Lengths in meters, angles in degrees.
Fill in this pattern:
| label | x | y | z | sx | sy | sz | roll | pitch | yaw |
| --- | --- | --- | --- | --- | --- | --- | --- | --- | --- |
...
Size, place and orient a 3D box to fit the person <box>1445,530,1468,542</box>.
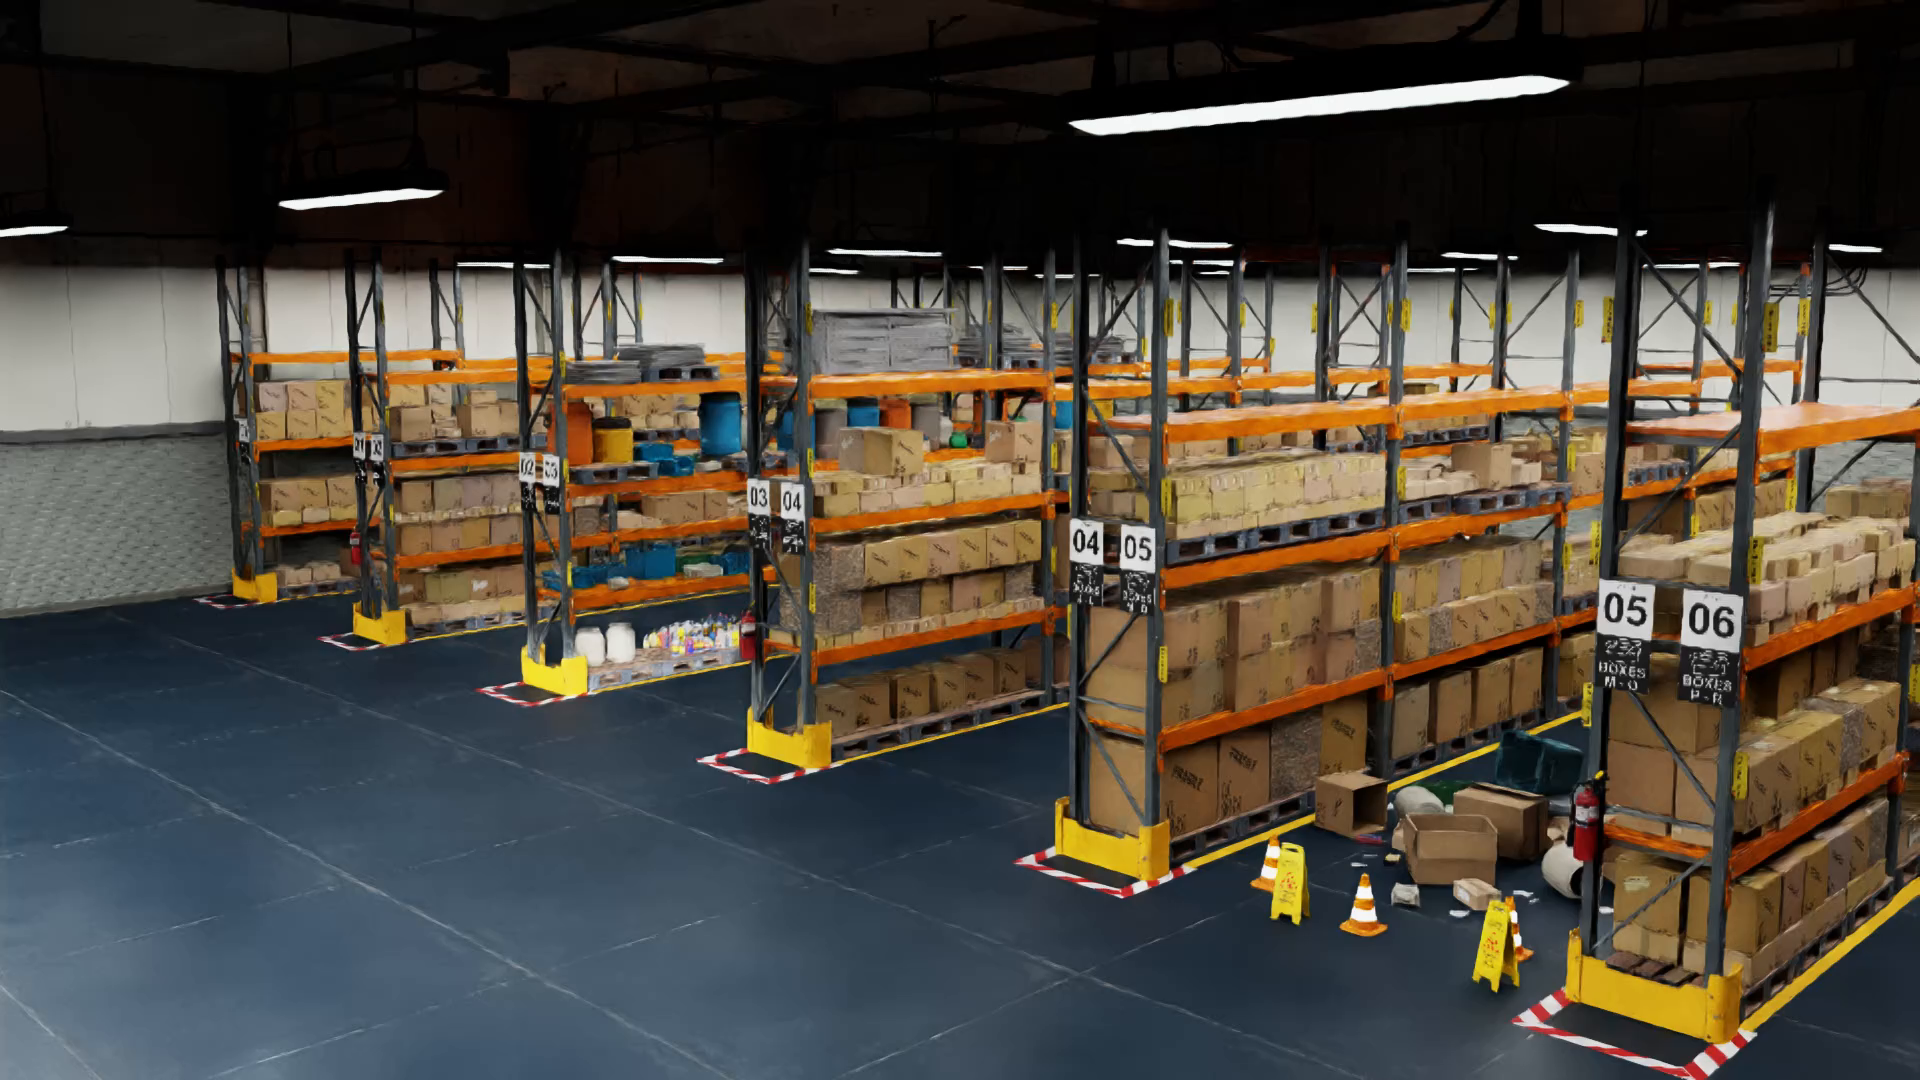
| label | x | y | z | sx | sy | sz | roll | pitch | yaw |
| --- | --- | --- | --- | --- | --- | --- | --- | --- | --- |
| person | 8.039 | 0.517 | 26.825 | 1.140 | 1.711 | 0.551 | -8 | 11 | -43 |
